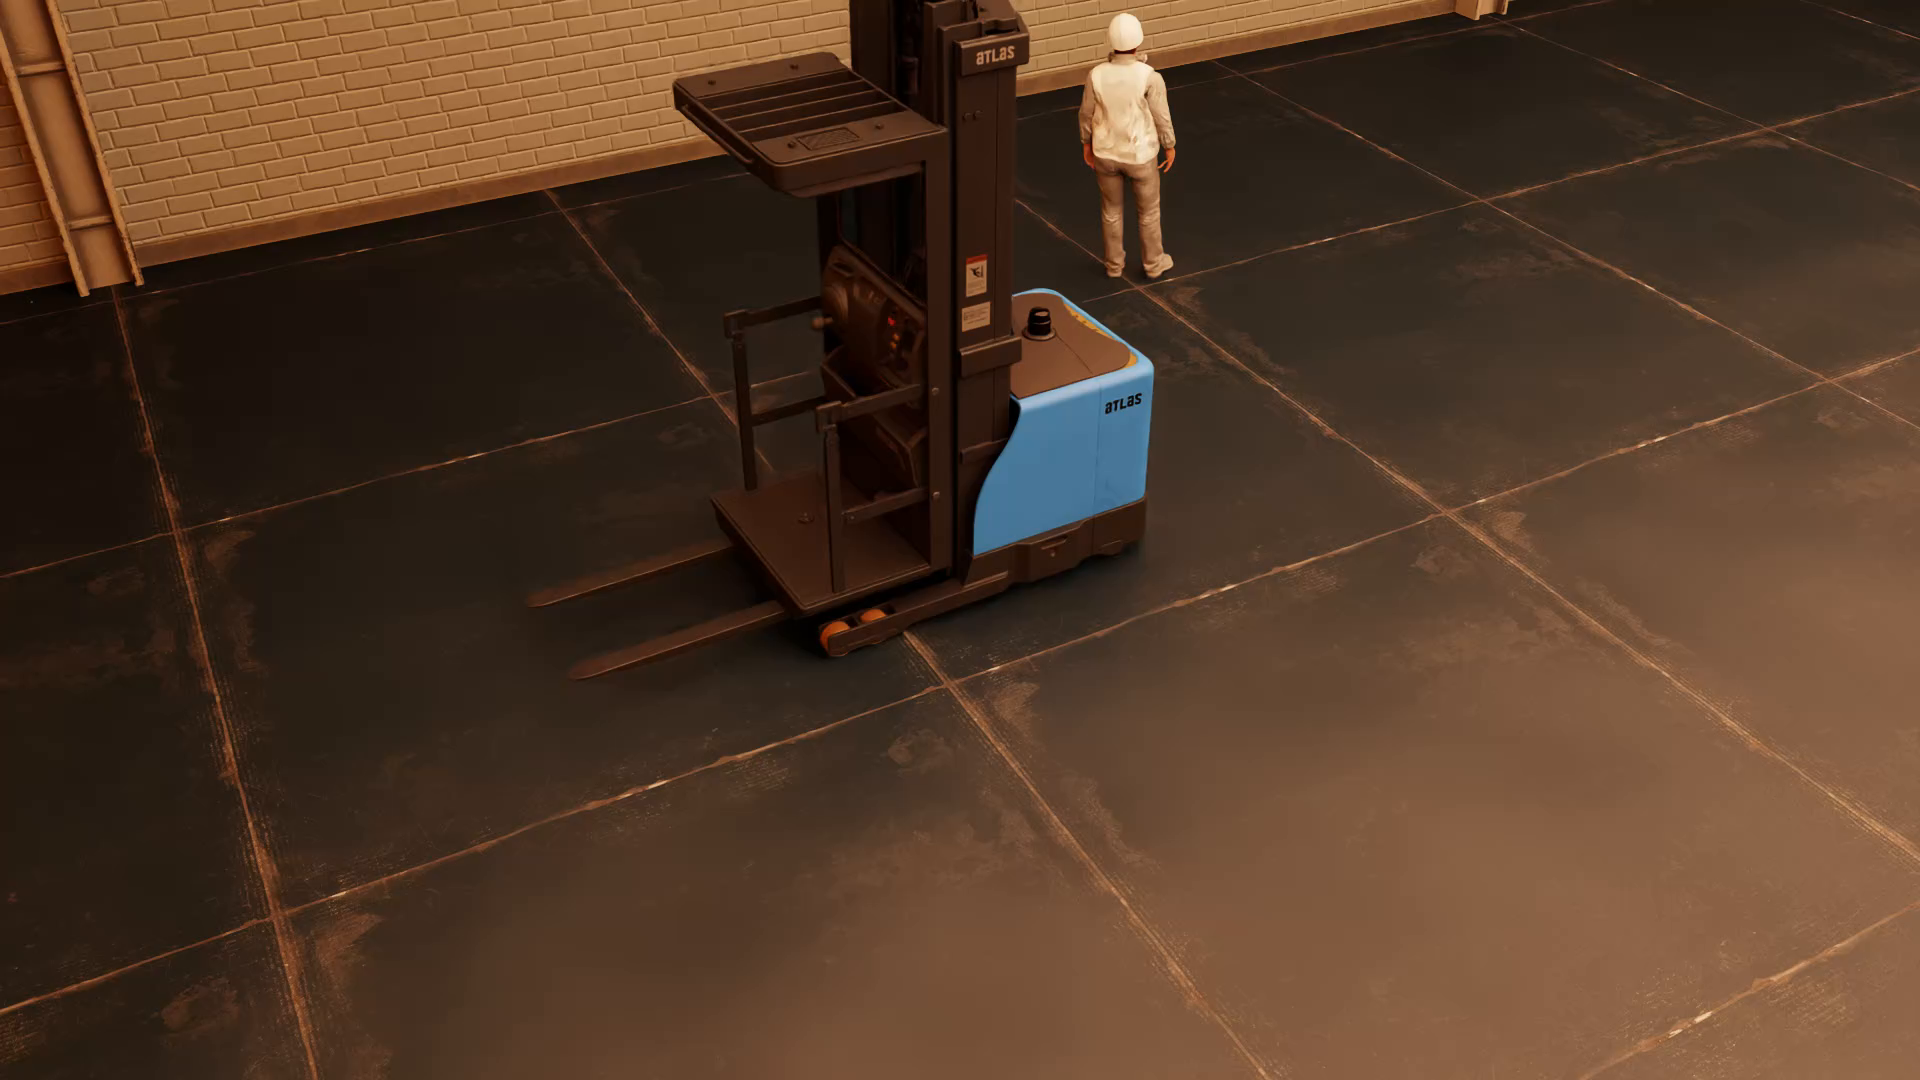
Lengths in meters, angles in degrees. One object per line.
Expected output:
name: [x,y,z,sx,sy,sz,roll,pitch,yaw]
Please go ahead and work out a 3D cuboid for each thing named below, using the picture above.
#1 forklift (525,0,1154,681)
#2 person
forklift: [-0.581,-0.992,7.527,3.031,2.935,1.130,-18,39,-24]
person: [1.088,-2.531,10.698,0.622,1.777,0.554,12,37,17]
